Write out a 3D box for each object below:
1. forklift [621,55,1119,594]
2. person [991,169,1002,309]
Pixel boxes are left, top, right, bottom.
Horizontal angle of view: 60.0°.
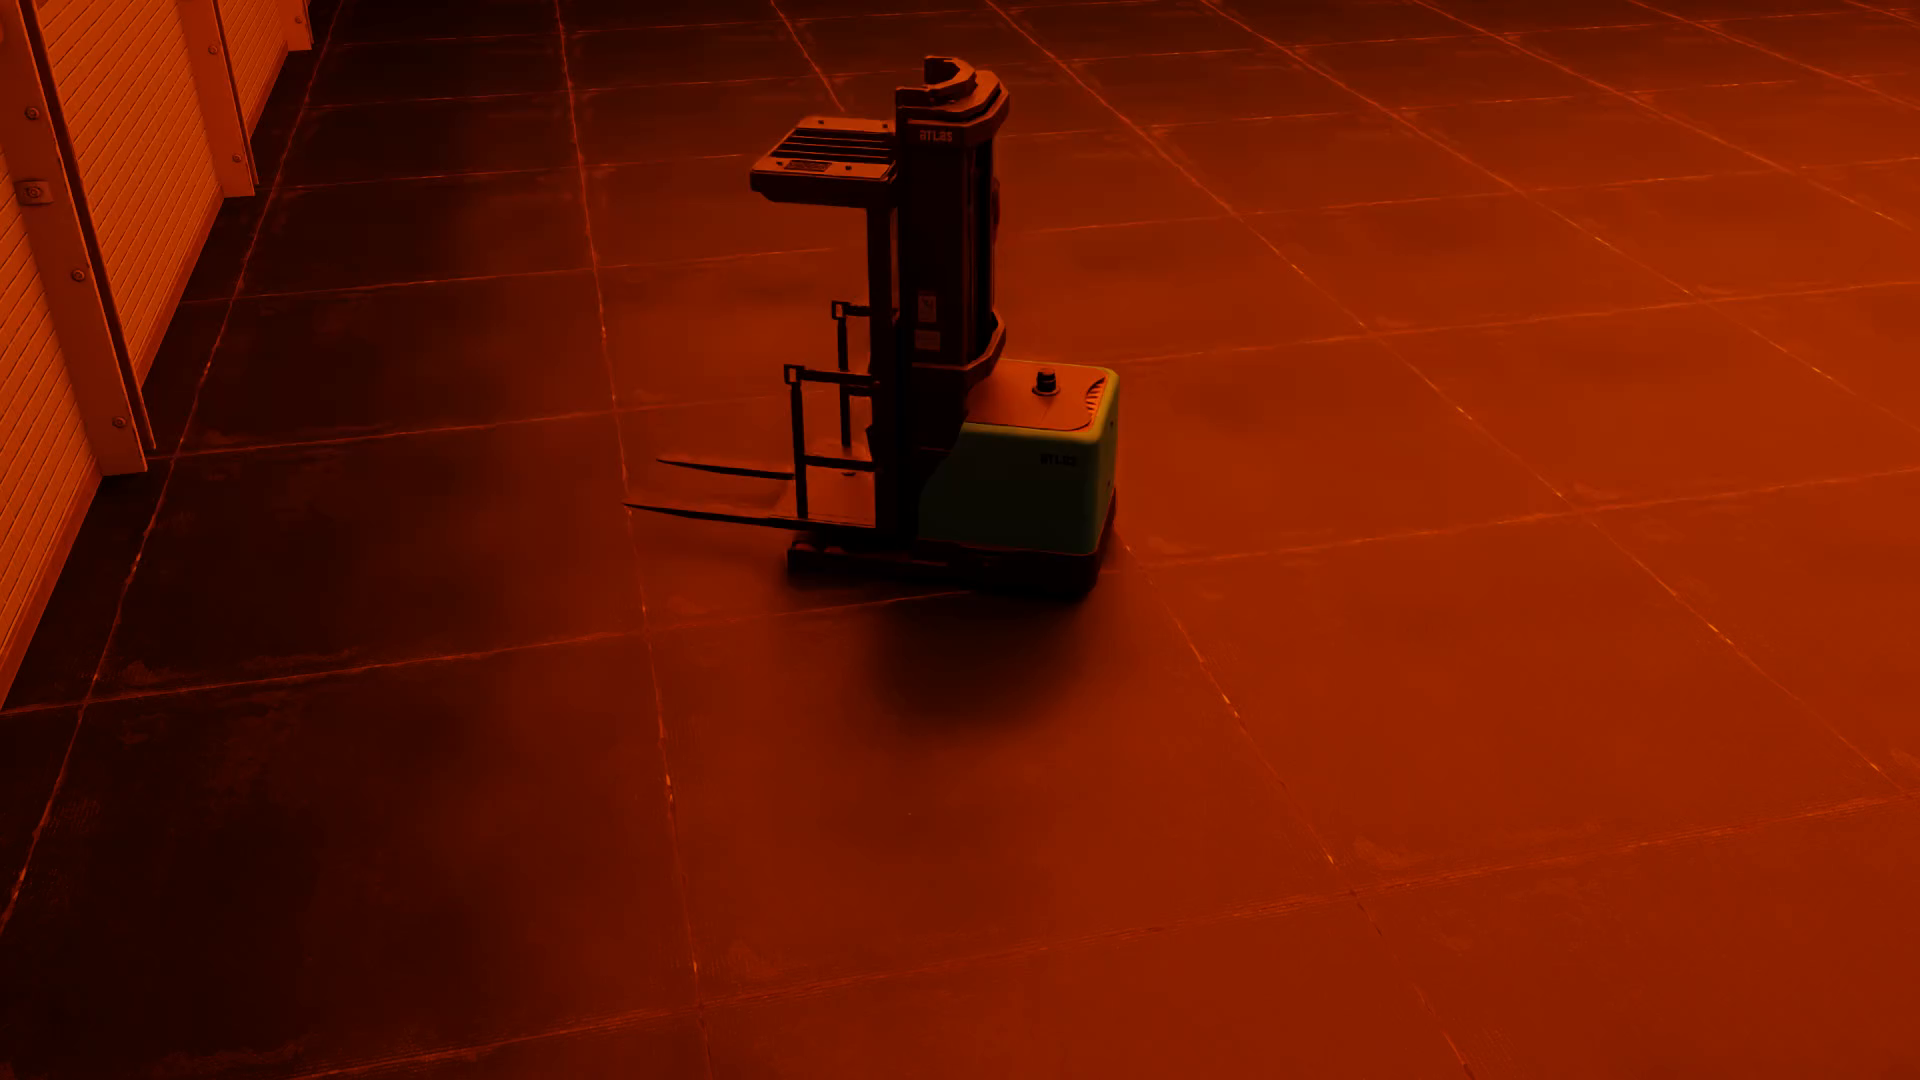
[{"bbox_3d":[-0.585,-1.313,9.843,3.031,2.935,1.130,6,31,10],"label":"forklift"},{"bbox_3d":[0.050,-2.398,12.977,0.570,1.654,0.505,-10,32,-17],"label":"person"}]
